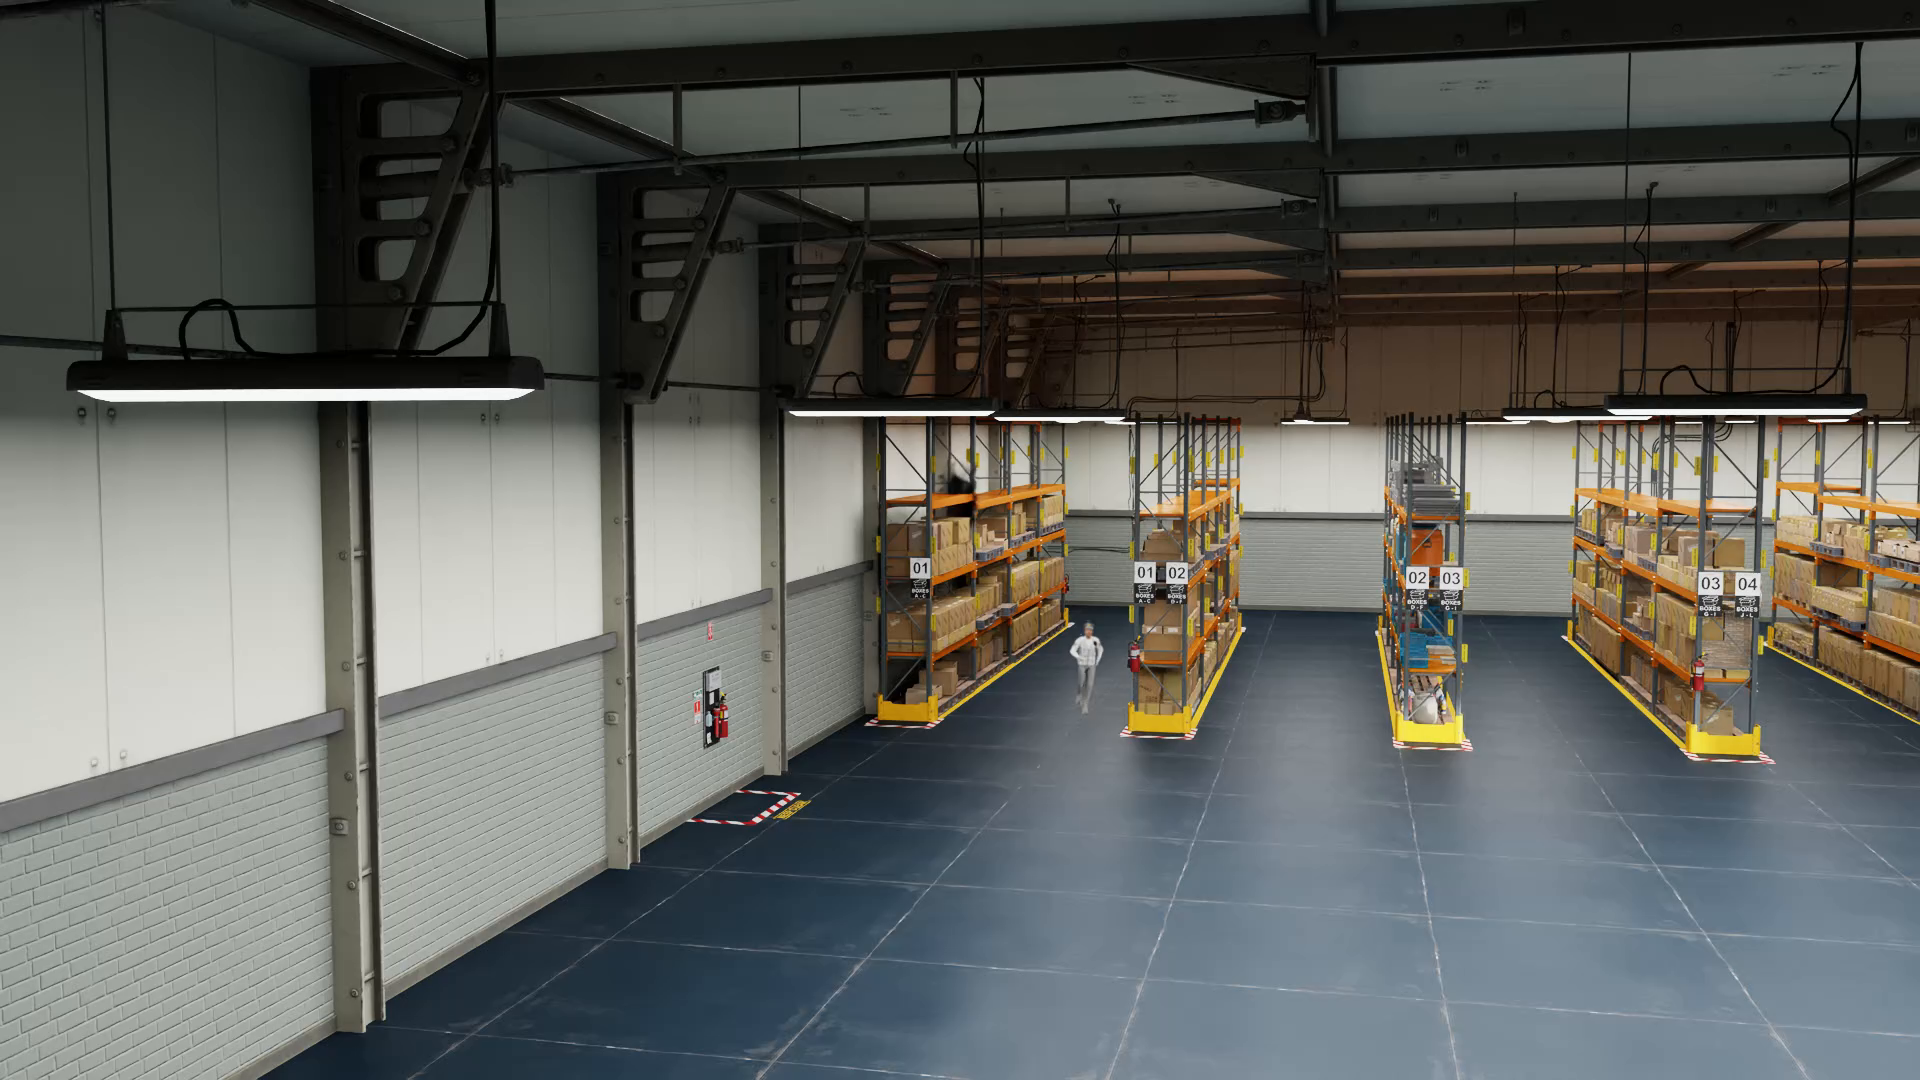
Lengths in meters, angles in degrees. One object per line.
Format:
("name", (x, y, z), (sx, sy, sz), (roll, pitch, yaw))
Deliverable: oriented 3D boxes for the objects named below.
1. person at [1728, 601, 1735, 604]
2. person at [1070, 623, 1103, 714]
("person", (20.332, 1.915, 43.957), (0.694, 1.642, 0.880), (4, 5, 45))
("person", (2.456, 2.448, 32.199), (0.648, 1.730, 0.736), (0, 4, -2))
